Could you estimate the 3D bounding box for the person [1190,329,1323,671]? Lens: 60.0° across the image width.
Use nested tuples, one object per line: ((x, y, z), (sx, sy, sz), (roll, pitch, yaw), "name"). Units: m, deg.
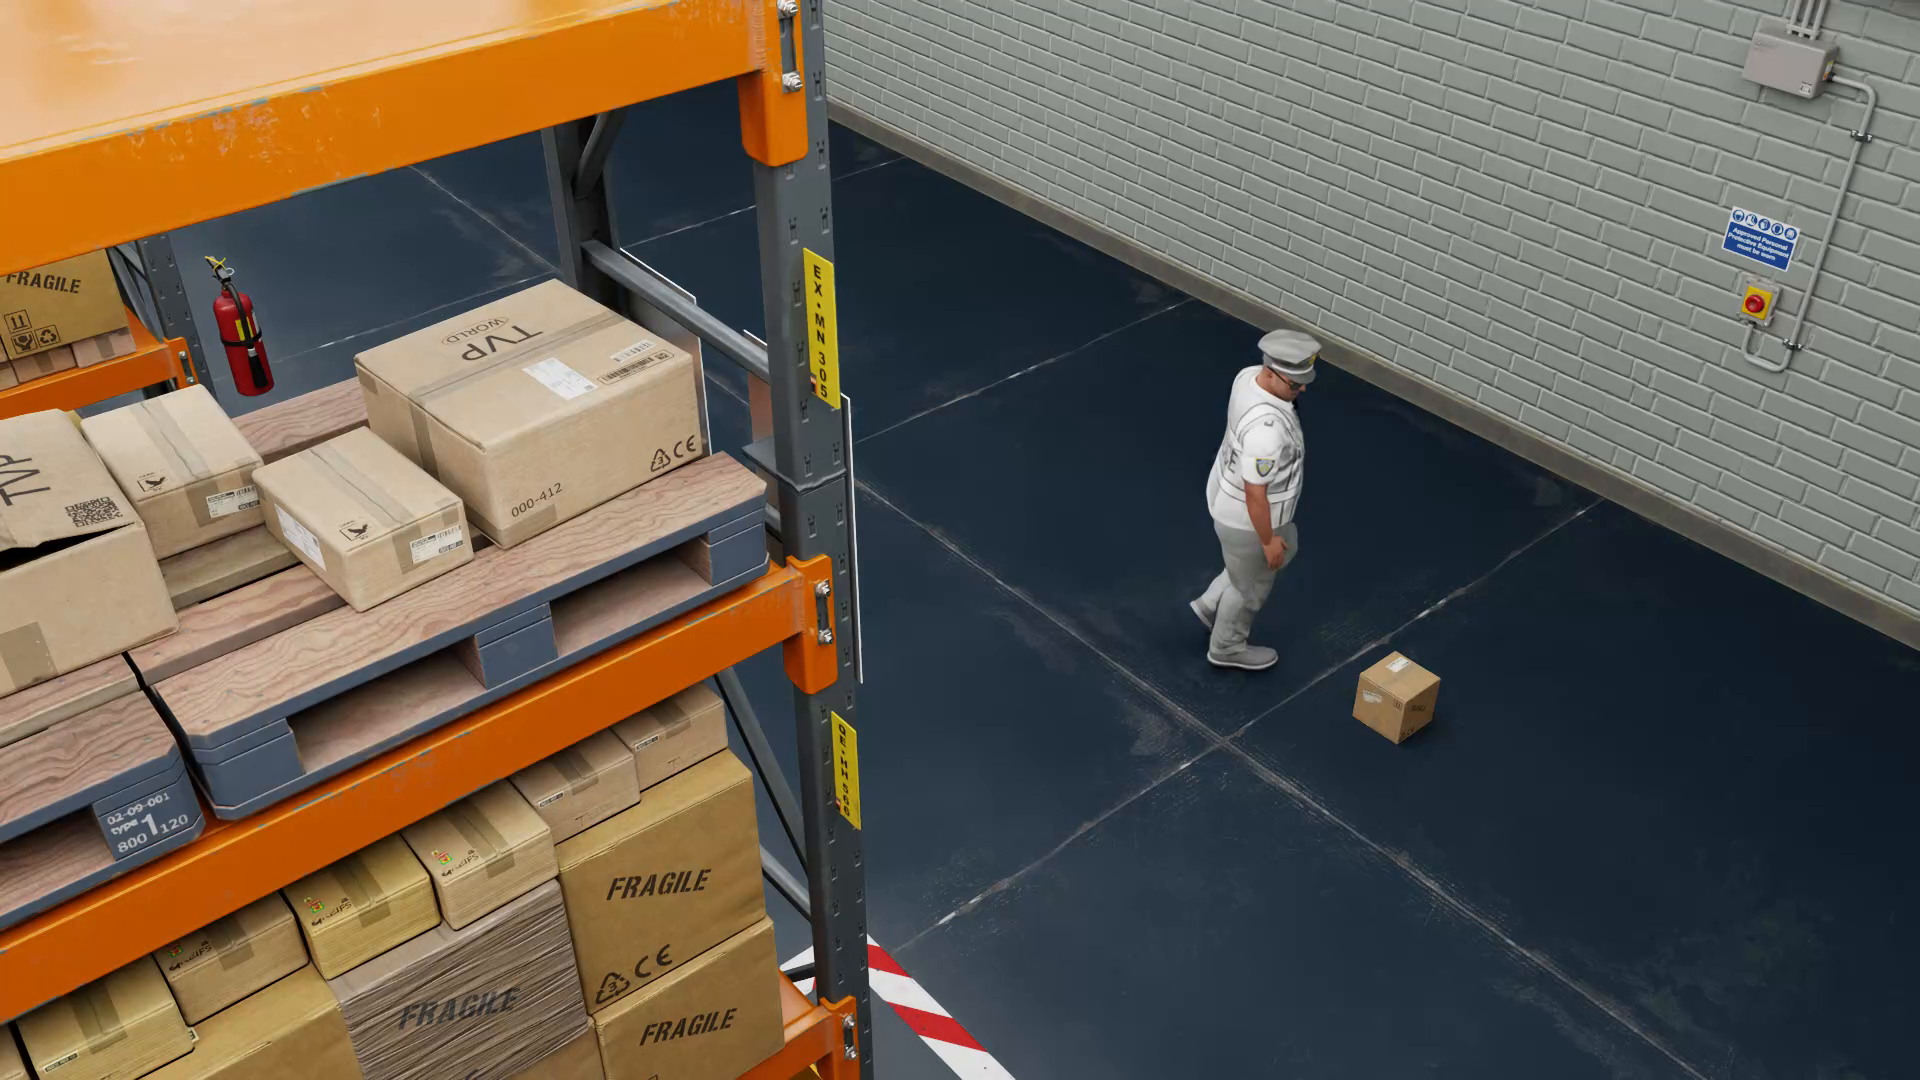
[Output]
((1.294, -0.131, 7.247), (0.464, 1.762, 0.599), (2, 36, 2), "person")
